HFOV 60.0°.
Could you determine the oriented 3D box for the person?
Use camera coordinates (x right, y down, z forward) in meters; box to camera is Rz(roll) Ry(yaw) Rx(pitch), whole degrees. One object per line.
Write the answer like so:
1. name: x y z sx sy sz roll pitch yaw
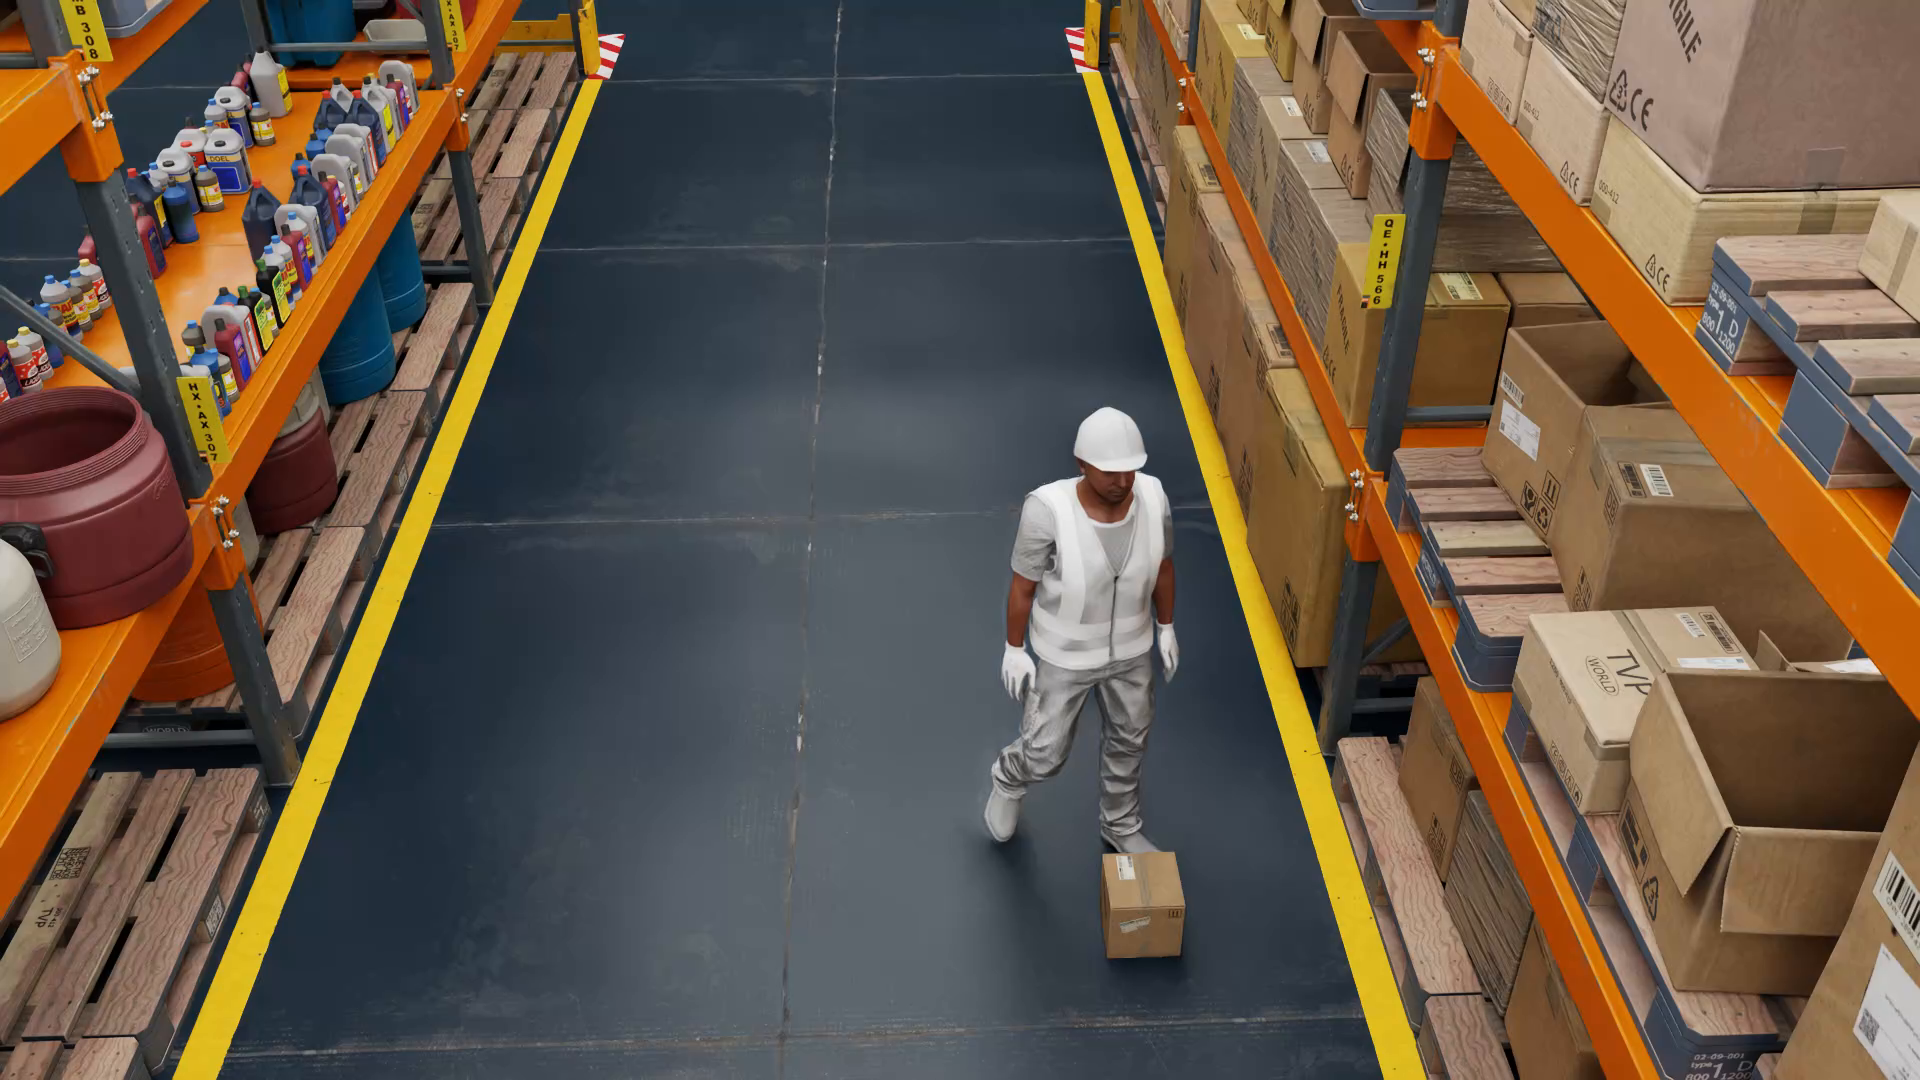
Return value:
1. person: 0.434 0.356 5.578 0.641 1.786 0.580 -13 37 -18
